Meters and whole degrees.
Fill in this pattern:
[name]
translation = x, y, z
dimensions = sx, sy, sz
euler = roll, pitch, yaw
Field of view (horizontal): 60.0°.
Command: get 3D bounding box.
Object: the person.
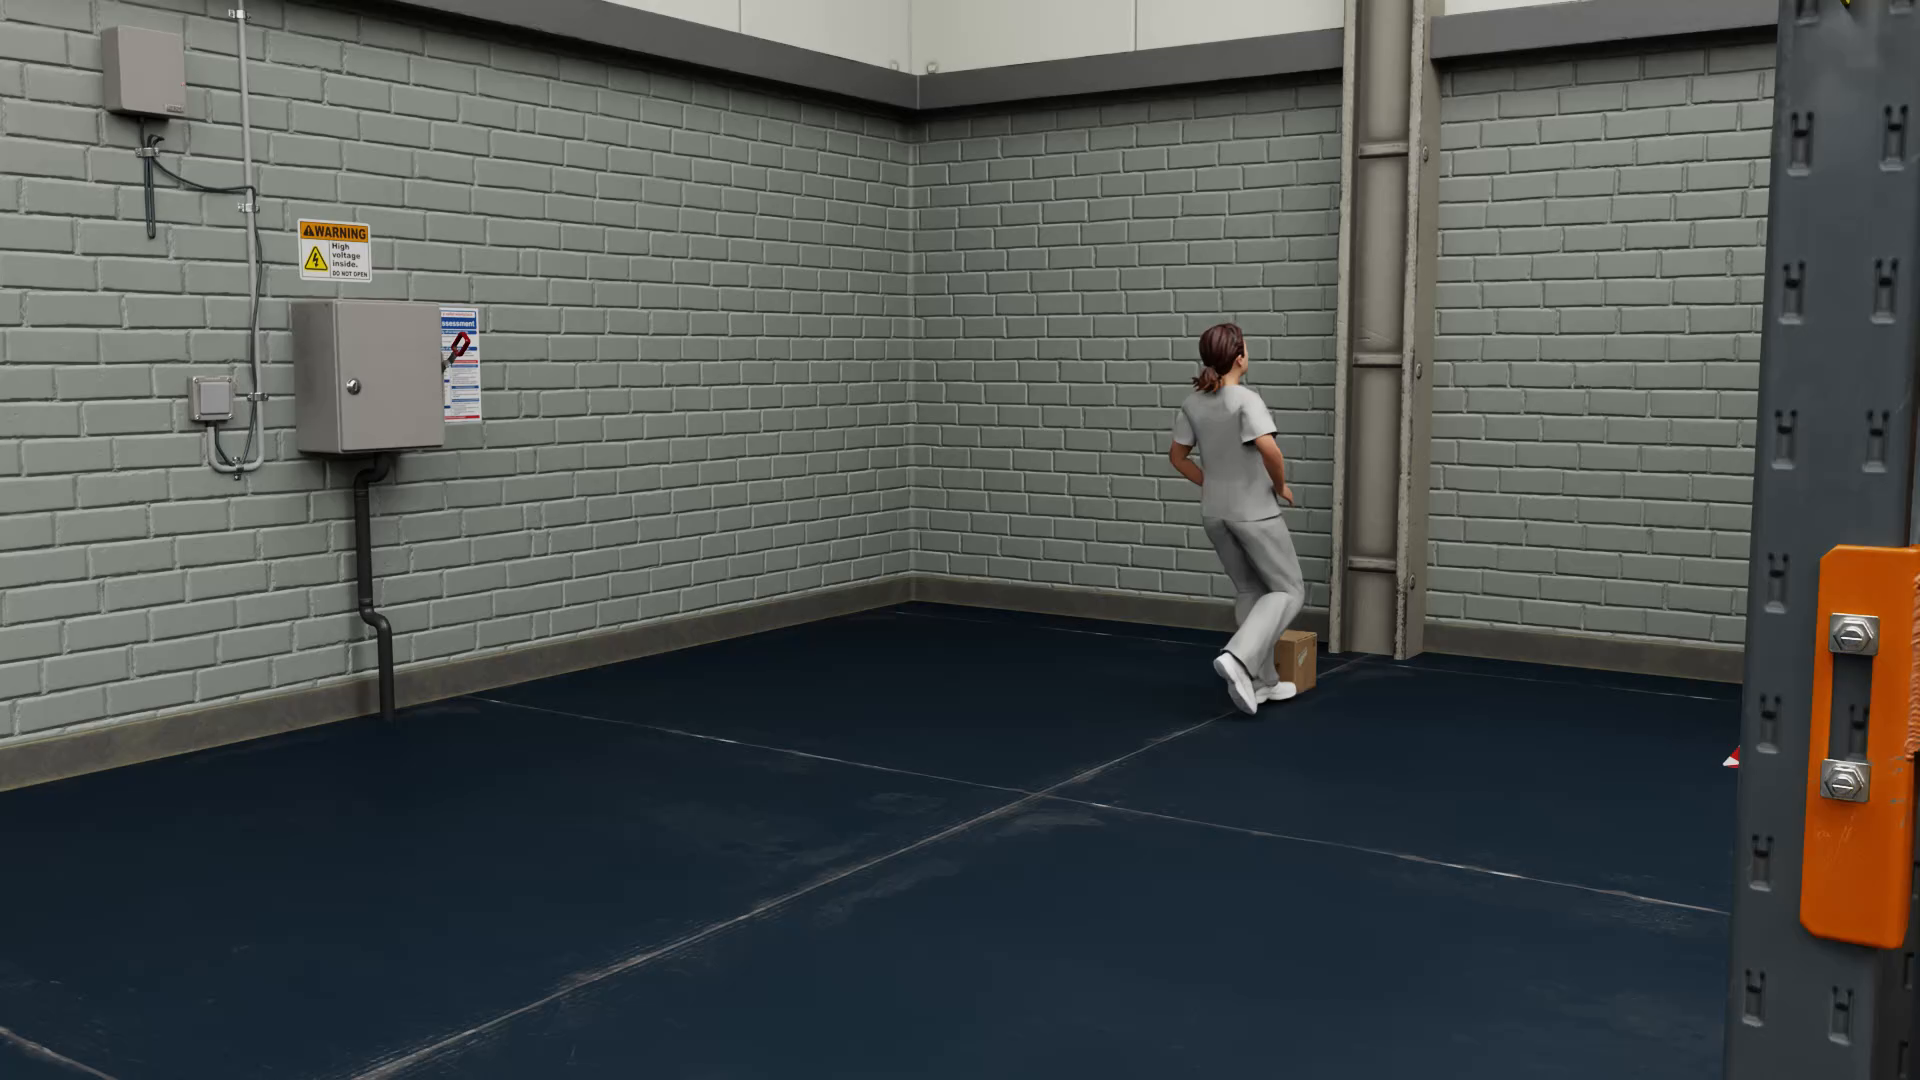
[person]
translation = 1.215, -0.098, 7.035
dimensions = 0.634, 1.624, 0.601
euler = -6, 9, -42
